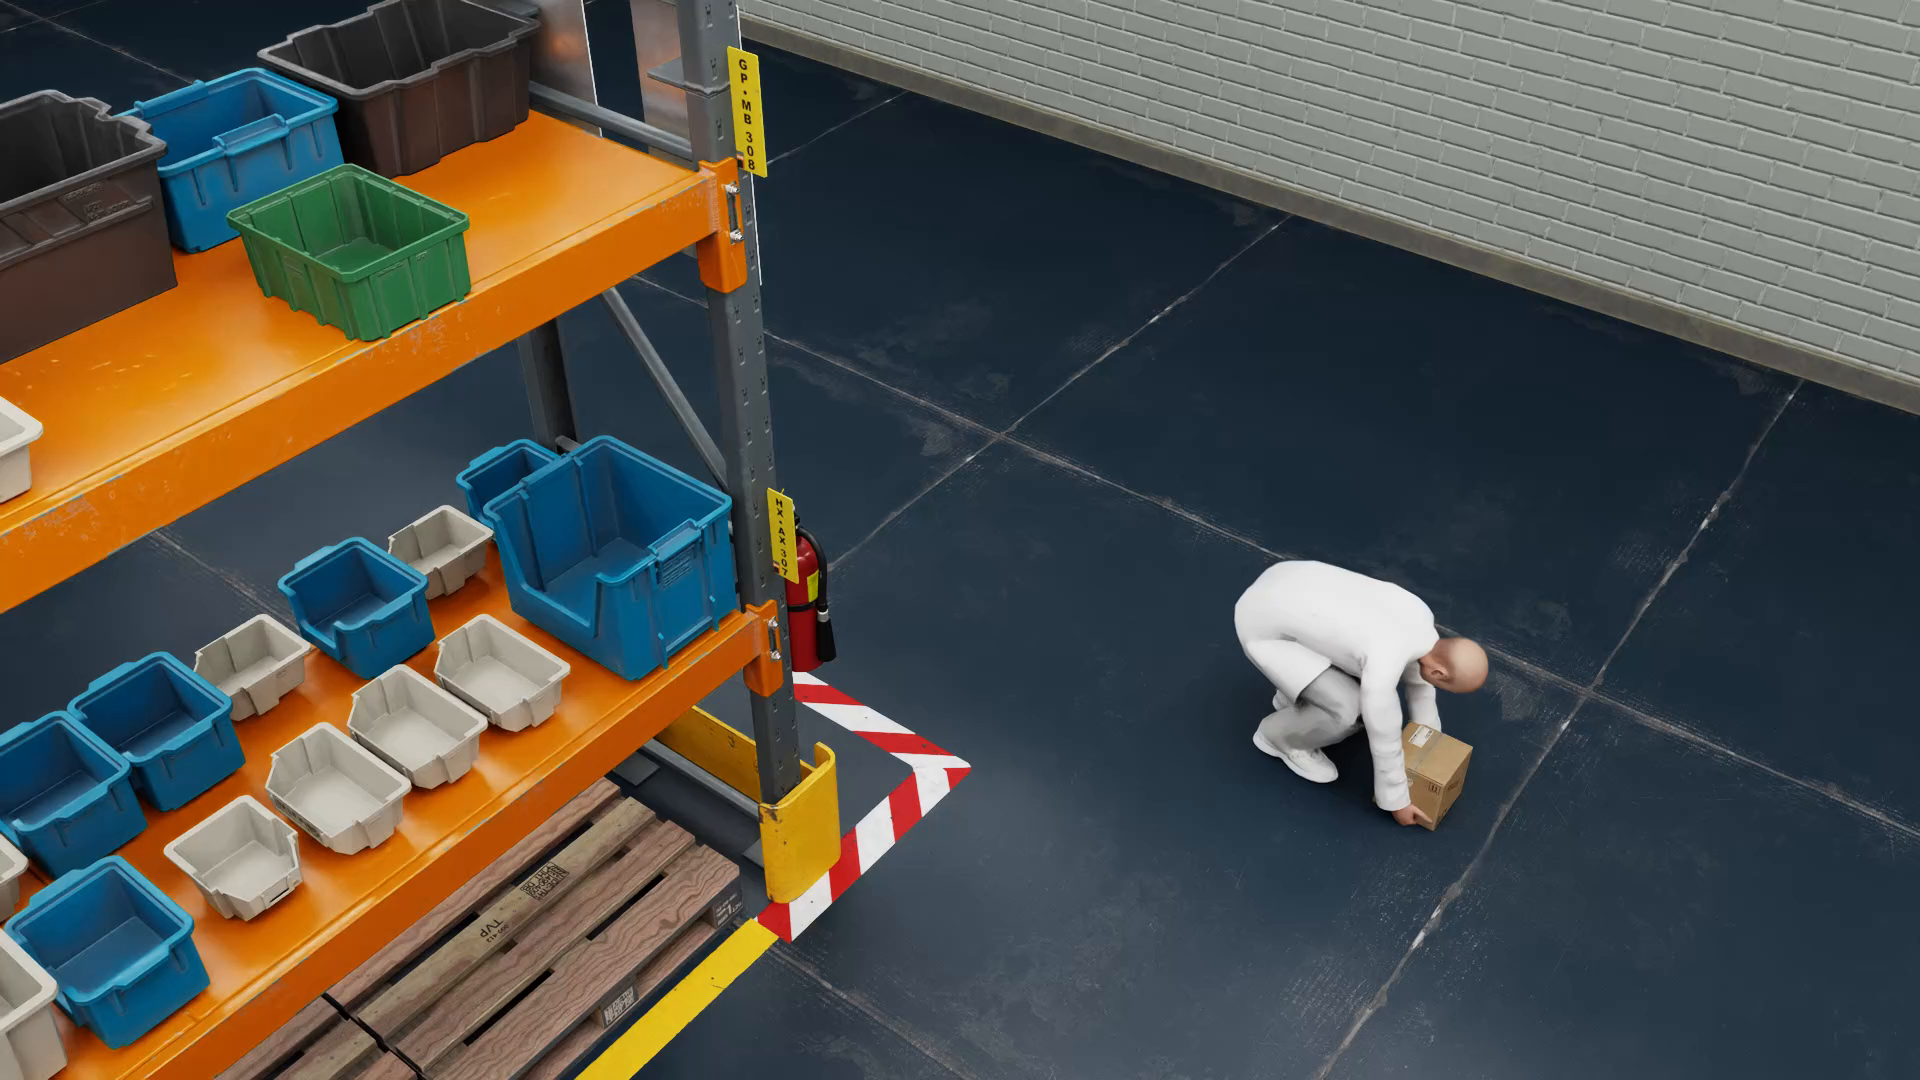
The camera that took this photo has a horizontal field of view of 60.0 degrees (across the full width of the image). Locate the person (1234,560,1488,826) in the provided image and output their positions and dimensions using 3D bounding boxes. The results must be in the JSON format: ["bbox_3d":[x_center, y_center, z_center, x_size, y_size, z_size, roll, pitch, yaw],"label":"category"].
[{"bbox_3d":[1.472,0.528,6.278,0.952,0.849,0.581,24,44,27],"label":"person"}]
